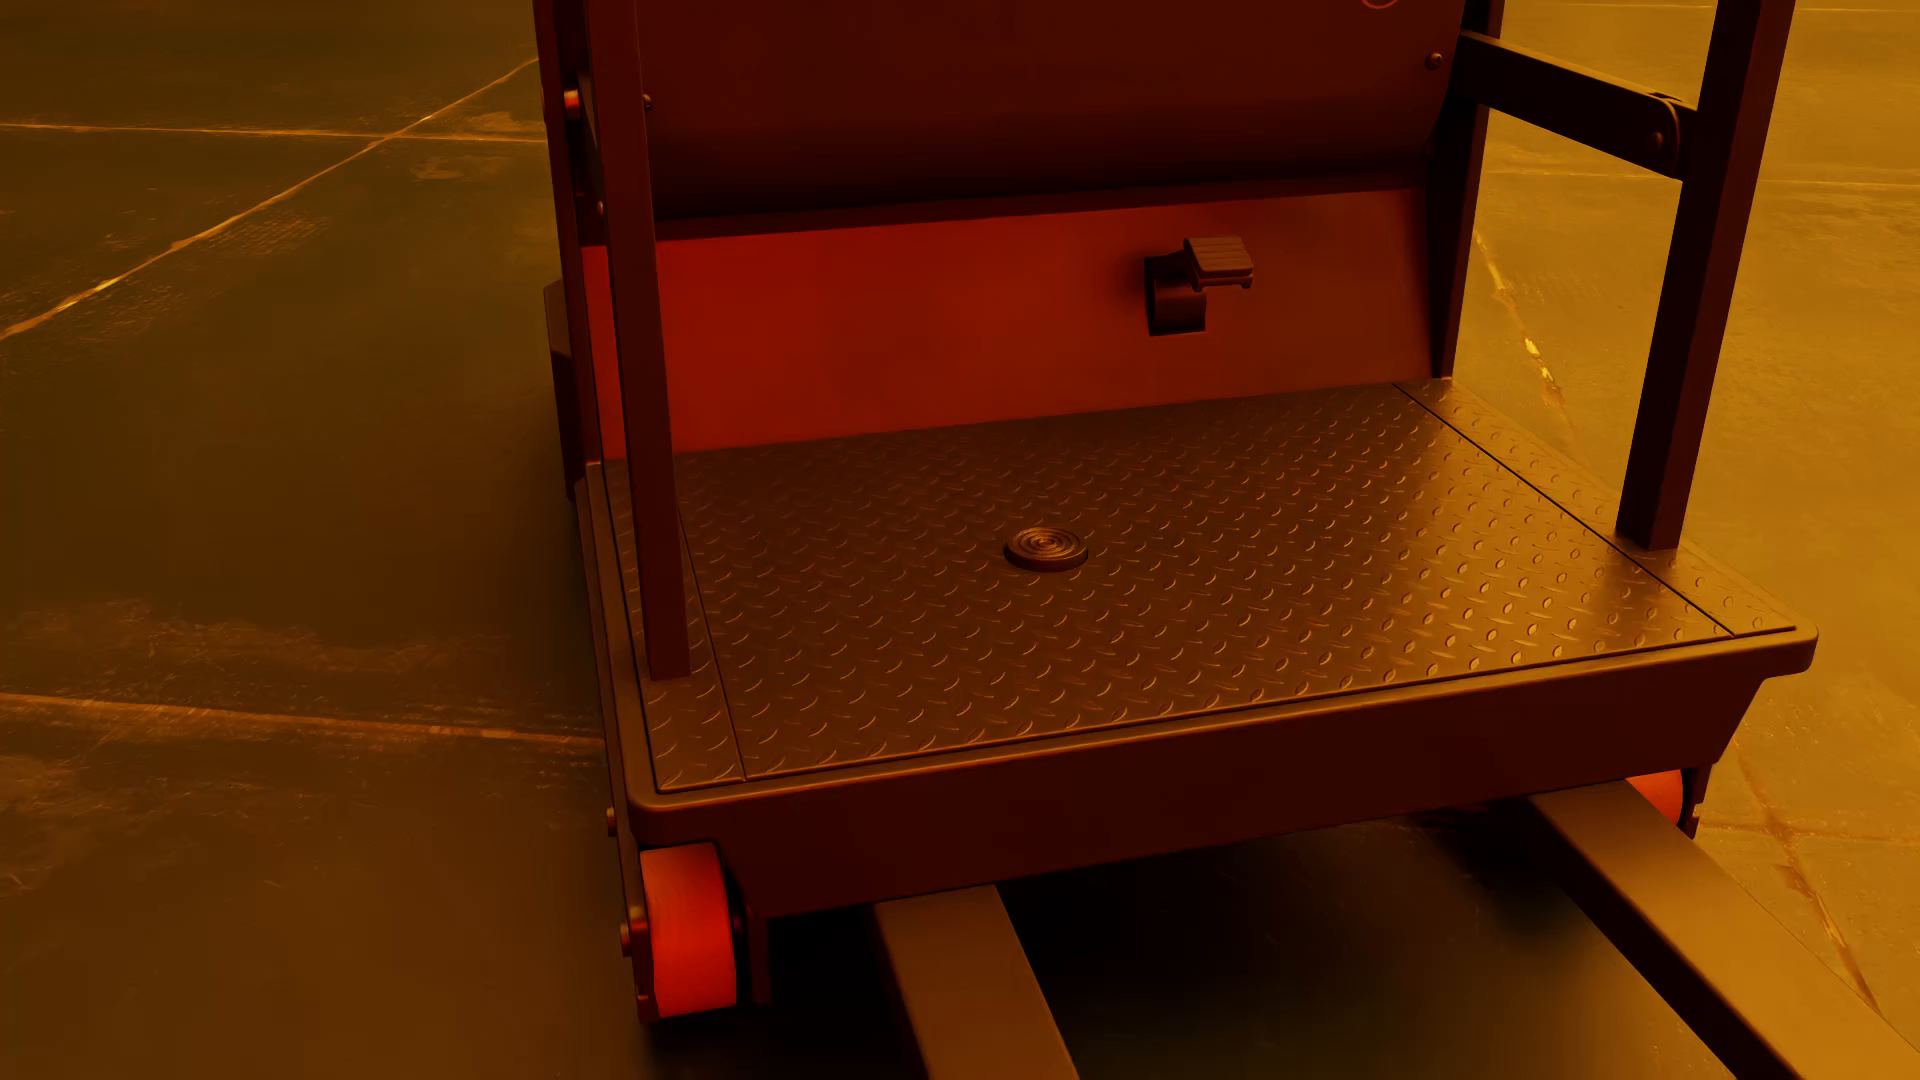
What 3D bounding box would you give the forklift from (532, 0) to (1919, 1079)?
[{"bbox_3d":[0.153,-1.049,1.319,1.130,2.935,3.031,-7,27,-13],"label":"forklift"}]
